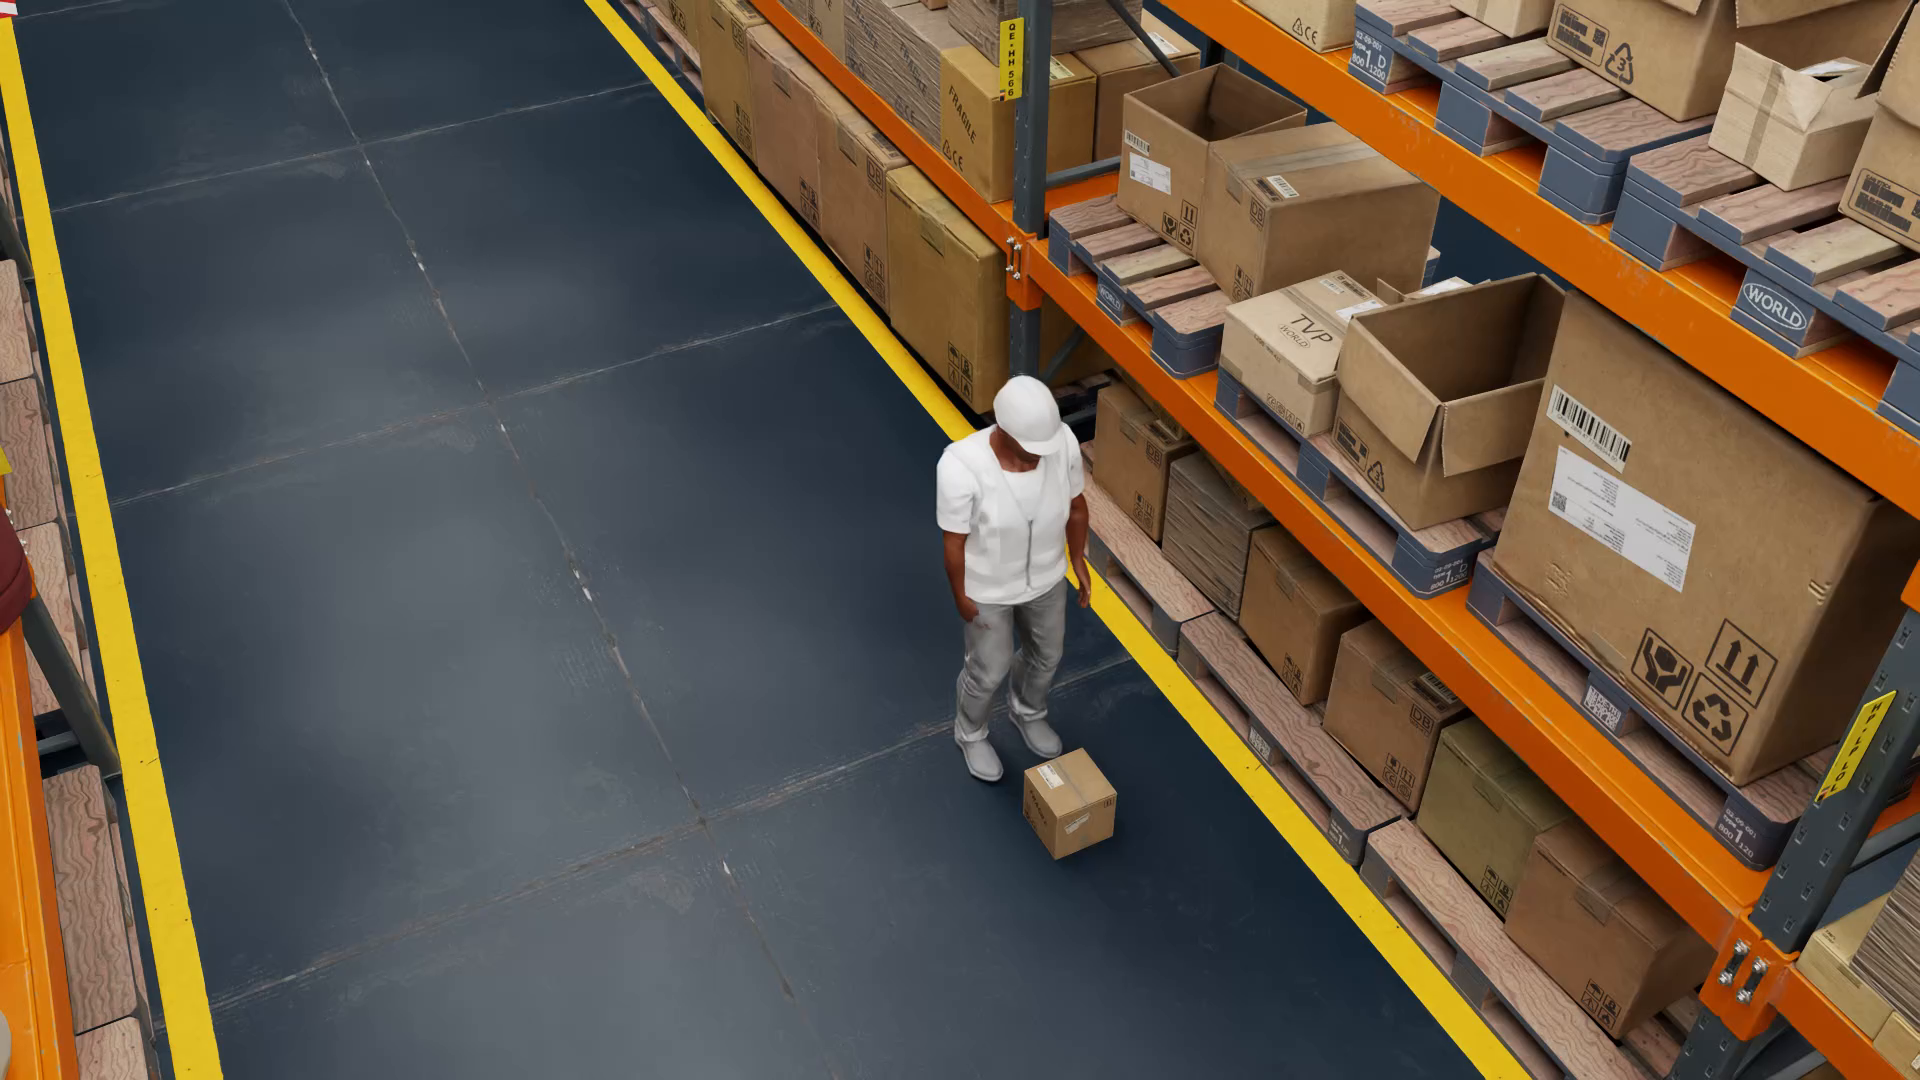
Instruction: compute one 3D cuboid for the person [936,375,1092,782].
[{"bbox_3d":[0.203,0.132,5.999,0.571,1.758,0.379,-18,44,-20],"label":"person"}]
